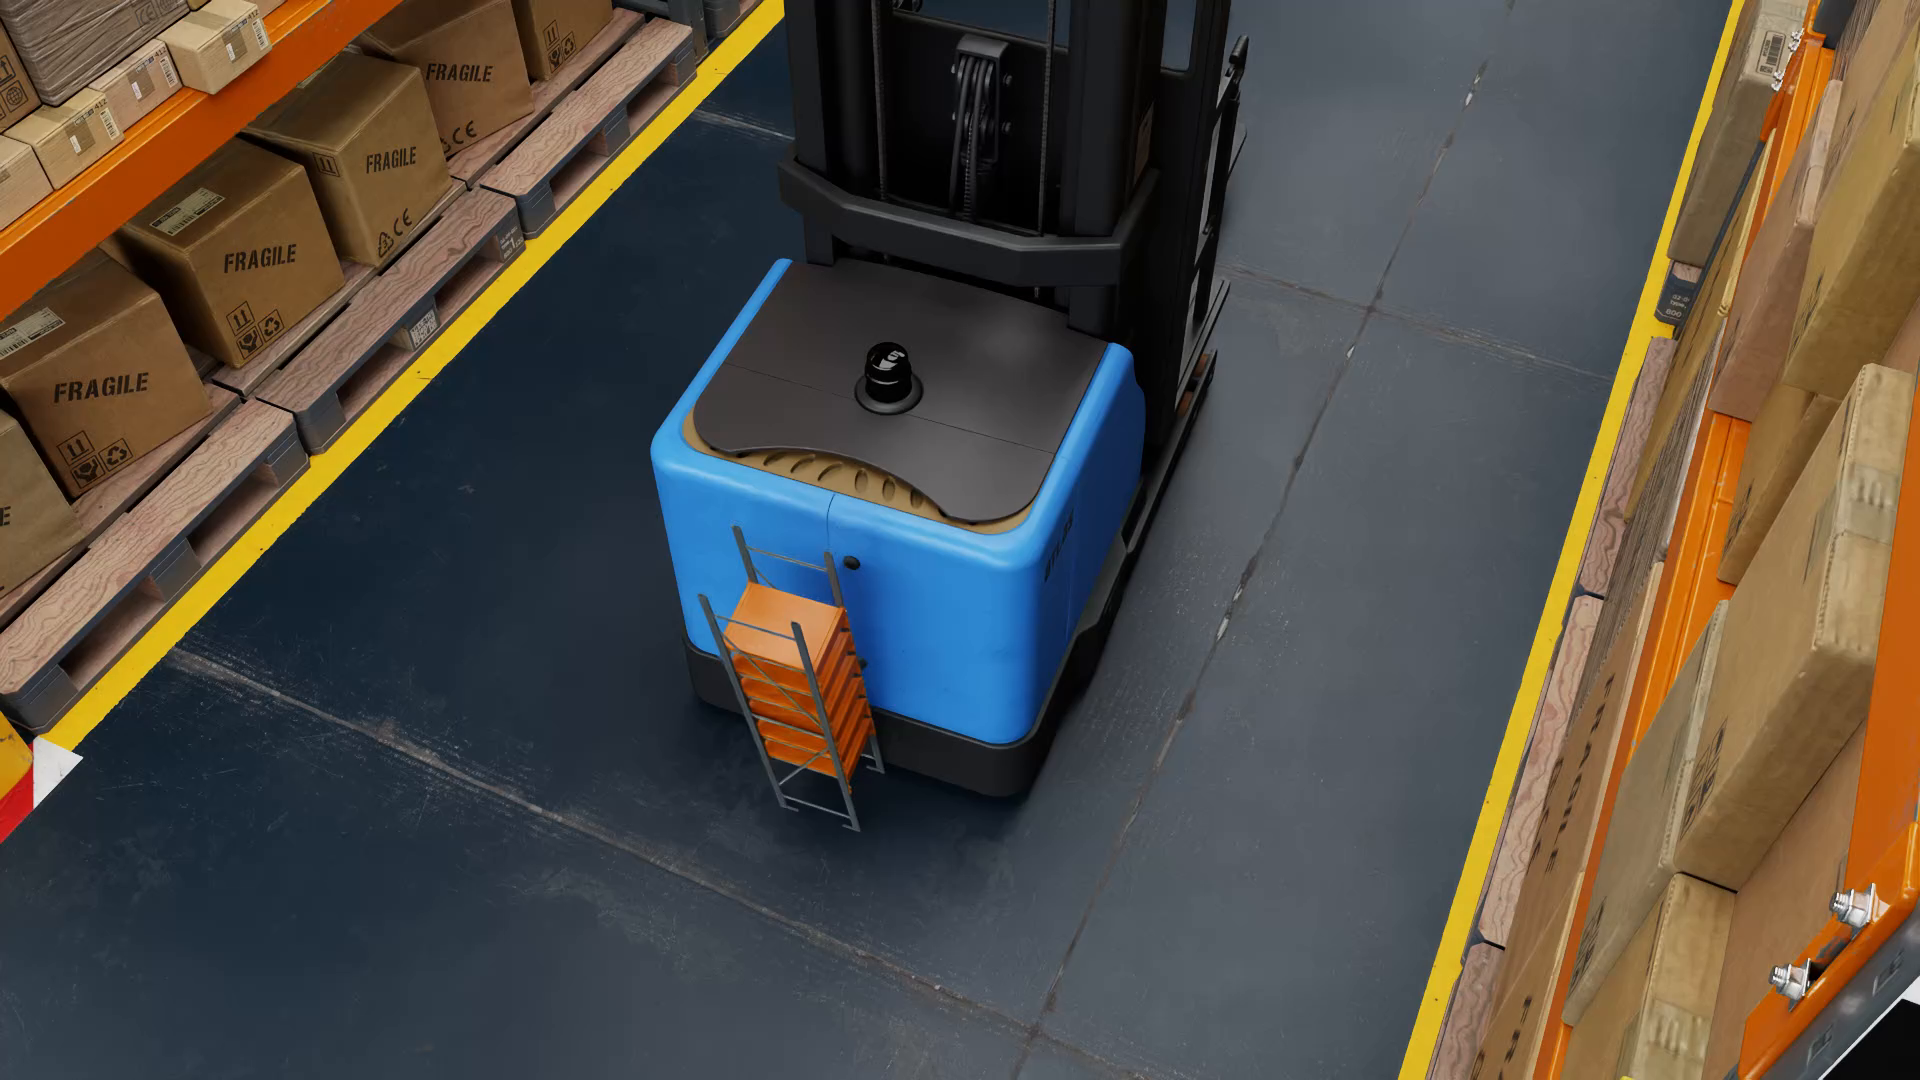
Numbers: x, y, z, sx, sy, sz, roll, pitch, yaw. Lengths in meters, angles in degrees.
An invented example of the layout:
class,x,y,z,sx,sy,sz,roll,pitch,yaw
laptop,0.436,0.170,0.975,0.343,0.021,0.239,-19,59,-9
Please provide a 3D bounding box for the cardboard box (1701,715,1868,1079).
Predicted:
class,x,y,z,sx,sy,sz,roll,pitch,yaw
cardboard box,1.396,0.663,1.908,0.875,0.550,0.550,20,52,16

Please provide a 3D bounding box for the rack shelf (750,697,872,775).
class,x,y,z,sx,sy,sz,roll,pitch,yaw
rack shelf,-0.379,0.469,4.266,0.258,0.103,0.180,16,61,13

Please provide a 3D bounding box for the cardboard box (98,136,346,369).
class,x,y,z,sx,sy,sz,roll,pitch,yaw
cardboard box,-2.448,-0.977,5.477,0.500,0.500,0.500,24,54,19

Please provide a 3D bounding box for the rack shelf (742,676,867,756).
class,x,y,z,sx,sy,sz,roll,pitch,yaw
rack shelf,-0.386,0.407,4.163,0.258,0.103,0.180,16,61,13

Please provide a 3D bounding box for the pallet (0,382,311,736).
class,x,y,z,sx,sy,sz,roll,pitch,yaw
pallet,-2.827,-0.075,5.175,1.003,0.211,1.213,20,52,16

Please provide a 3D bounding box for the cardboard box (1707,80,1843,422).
class,x,y,z,sx,sy,sz,roll,pitch,yaw
cardboard box,2.213,-0.521,3.625,0.875,0.550,0.550,20,52,16

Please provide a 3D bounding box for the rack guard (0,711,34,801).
class,x,y,z,sx,sy,sz,roll,pitch,yaw
rack guard,-3.206,0.379,4.599,1.175,0.500,0.348,20,52,16

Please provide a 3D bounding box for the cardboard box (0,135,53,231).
class,x,y,z,sx,sy,sz,roll,pitch,yaw
cardboard box,-2.569,-0.928,4.235,0.380,0.149,0.250,20,52,16

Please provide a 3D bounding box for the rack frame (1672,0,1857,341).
class,x,y,z,sx,sy,sz,roll,pitch,yaw
rack frame,2.911,-1.450,4.514,1.000,3.000,0.127,20,52,16

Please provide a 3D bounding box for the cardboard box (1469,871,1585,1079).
class,x,y,z,sx,sy,sz,roll,pitch,yaw
cardboard box,1.433,1.369,3.235,0.875,0.875,0.875,20,53,16

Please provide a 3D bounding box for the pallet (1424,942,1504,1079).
class,x,y,z,sx,sy,sz,roll,pitch,yaw
pallet,1.473,1.633,3.722,1.003,0.211,1.213,20,52,16

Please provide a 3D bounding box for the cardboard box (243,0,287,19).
class,x,y,z,sx,sy,sz,roll,pitch,yaw
cardboard box,-2.186,-1.632,4.834,0.380,0.149,0.250,20,52,16

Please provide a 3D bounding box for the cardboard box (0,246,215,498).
class,x,y,z,sx,sy,sz,roll,pitch,yaw
cardboard box,-2.732,-0.552,5.116,0.500,0.500,0.500,33,57,25

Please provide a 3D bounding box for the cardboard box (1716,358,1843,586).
class,x,y,z,sx,sy,sz,roll,pitch,yaw
cardboard box,2.077,-0.123,3.287,0.875,0.550,0.500,20,52,16

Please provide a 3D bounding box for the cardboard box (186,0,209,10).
class,x,y,z,sx,sy,sz,roll,pitch,yaw
cardboard box,-2.397,-1.931,4.663,0.875,0.500,0.500,20,52,16

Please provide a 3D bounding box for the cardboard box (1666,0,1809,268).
class,x,y,z,sx,sy,sz,roll,pitch,yaw
cardboard box,3.095,-1.313,5.599,1.050,0.750,0.750,20,52,16

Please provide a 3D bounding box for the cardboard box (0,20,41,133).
class,x,y,z,sx,sy,sz,roll,pitch,yaw
cardboard box,-2.874,-1.260,4.092,0.875,0.500,0.500,20,52,16

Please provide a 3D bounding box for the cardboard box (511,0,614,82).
class,x,y,z,sx,sy,sz,roll,pitch,yaw
cardboard box,-1.737,-2.197,6.515,0.500,0.500,0.500,18,52,15

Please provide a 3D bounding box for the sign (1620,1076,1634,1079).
class,x,y,z,sx,sy,sz,roll,pitch,yaw
sign,0.718,0.667,1.797,0.100,0.325,0.005,20,52,16

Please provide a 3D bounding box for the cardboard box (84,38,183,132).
class,x,y,z,sx,sy,sz,roll,pitch,yaw
cardboard box,-2.373,-1.279,4.533,0.380,0.149,0.250,20,52,16

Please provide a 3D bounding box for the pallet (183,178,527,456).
class,x,y,z,sx,sy,sz,roll,pitch,yaw
pallet,-2.305,-0.912,5.888,1.003,0.211,1.213,20,52,16

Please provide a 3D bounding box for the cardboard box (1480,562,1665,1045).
class,x,y,z,sx,sy,sz,roll,pitch,yaw
cardboard box,1.807,0.762,3.751,0.875,0.875,0.875,19,52,16

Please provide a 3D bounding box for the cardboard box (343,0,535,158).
class,x,y,z,sx,sy,sz,roll,pitch,yaw
cardboard box,-1.975,-1.800,6.177,0.500,0.500,0.500,36,58,27

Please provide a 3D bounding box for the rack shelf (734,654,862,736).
class,x,y,z,sx,sy,sz,roll,pitch,yaw
rack shelf,-0.393,0.345,4.061,0.258,0.103,0.180,16,61,13

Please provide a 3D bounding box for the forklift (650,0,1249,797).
class,x,y,z,sx,sy,sz,roll,pitch,yaw
forklift,0.225,-1.395,4.512,1.130,2.935,3.031,16,52,13

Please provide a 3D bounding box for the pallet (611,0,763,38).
class,x,y,z,sx,sy,sz,roll,pitch,yaw
pallet,-1.199,-2.766,7.465,1.003,0.211,1.213,20,52,16

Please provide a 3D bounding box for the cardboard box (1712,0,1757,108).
class,x,y,z,sx,sy,sz,roll,pitch,yaw
cardboard box,3.511,-1.976,6.164,1.050,0.750,0.750,20,52,16

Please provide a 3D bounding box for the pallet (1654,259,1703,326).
class,x,y,z,sx,sy,sz,roll,pitch,yaw
pallet,3.173,-1.102,6.049,1.003,0.211,1.213,20,52,16

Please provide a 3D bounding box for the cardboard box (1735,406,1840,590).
class,x,y,z,sx,sy,sz,roll,pitch,yaw
cardboard box,1.888,0.255,2.965,0.875,0.550,0.550,20,52,16

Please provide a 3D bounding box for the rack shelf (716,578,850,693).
class,x,y,z,sx,sy,sz,roll,pitch,yaw
rack shelf,-0.407,0.221,3.856,0.258,0.103,0.180,16,61,13

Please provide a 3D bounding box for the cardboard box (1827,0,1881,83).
class,x,y,z,sx,sy,sz,roll,pitch,yaw
cardboard box,2.765,-1.240,4.237,0.875,0.550,0.550,20,52,16

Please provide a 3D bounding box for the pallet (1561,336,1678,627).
class,x,y,z,sx,sy,sz,roll,pitch,yaw
pallet,2.516,-0.048,5.152,1.003,0.211,1.213,20,52,16

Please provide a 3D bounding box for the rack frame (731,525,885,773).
class,x,y,z,sx,sy,sz,roll,pitch,yaw
rack frame,-0.358,0.309,4.168,0.240,1.200,0.006,16,61,13

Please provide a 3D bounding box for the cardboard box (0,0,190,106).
class,x,y,z,sx,sy,sz,roll,pitch,yaw
cardboard box,-2.621,-1.591,4.373,0.875,0.500,0.500,20,52,16

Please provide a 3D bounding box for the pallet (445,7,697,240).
class,x,y,z,sx,sy,sz,roll,pitch,yaw
pallet,-1.785,-1.755,6.605,1.003,0.211,1.213,20,52,16

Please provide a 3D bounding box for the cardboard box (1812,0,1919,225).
class,x,y,z,sx,sy,sz,roll,pitch,yaw
cardboard box,2.238,-0.862,3.206,0.875,0.550,0.550,20,52,16

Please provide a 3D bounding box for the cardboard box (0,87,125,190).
class,x,y,z,sx,sy,sz,roll,pitch,yaw
cardboard box,-2.456,-1.098,4.379,0.380,0.149,0.250,20,52,16

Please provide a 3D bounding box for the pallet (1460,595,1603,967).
class,x,y,z,sx,sy,sz,roll,pitch,yaw
pallet,1.996,0.795,4.435,1.003,0.211,1.213,20,52,16

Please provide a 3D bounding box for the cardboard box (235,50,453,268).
class,x,y,z,sx,sy,sz,roll,pitch,yaw
cardboard box,-2.169,-1.347,5.792,0.500,0.500,0.500,16,51,13

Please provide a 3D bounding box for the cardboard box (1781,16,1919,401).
class,x,y,z,sx,sy,sz,roll,pitch,yaw
cardboard box,2.019,-0.494,2.893,0.875,0.550,0.500,20,52,16

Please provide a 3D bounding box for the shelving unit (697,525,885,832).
class,x,y,z,sx,sy,sz,roll,pitch,yaw
shelving unit,-0.389,0.384,4.125,0.258,1.200,0.189,16,61,13

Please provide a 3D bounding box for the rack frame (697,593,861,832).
class,x,y,z,sx,sy,sz,roll,pitch,yaw
rack frame,-0.420,0.459,4.082,0.240,1.200,0.006,16,61,13

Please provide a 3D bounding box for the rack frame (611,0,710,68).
class,x,y,z,sx,sy,sz,roll,pitch,yaw
rack frame,-1.530,-3.133,5.946,1.000,3.000,0.127,20,52,16

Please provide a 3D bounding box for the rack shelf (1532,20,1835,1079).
class,x,y,z,sx,sy,sz,roll,pitch,yaw
rack shelf,2.057,0.161,3.616,1.077,0.370,4.000,20,52,16

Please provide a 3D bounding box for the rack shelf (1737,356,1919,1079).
class,x,y,z,sx,sy,sz,roll,pitch,yaw
rack shelf,2.057,-0.811,2.474,1.077,0.370,4.000,20,52,16

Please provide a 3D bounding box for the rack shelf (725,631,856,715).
class,x,y,z,sx,sy,sz,roll,pitch,yaw
rack shelf,-0.400,0.283,3.958,0.258,0.103,0.180,16,61,13

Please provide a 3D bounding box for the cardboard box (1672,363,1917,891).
class,x,y,z,sx,sy,sz,roll,pitch,yaw
cardboard box,1.548,0.255,2.256,0.875,0.550,0.550,20,52,16

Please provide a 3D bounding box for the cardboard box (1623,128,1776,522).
class,x,y,z,sx,sy,sz,roll,pitch,yaw
cardboard box,2.579,-0.487,4.814,0.875,0.875,0.875,21,53,17

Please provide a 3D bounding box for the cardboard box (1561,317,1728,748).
class,x,y,z,sx,sy,sz,roll,pitch,yaw
cardboard box,2.198,0.135,4.285,0.875,0.875,0.875,20,53,16

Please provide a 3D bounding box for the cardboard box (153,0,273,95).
class,x,y,z,sx,sy,sz,roll,pitch,yaw
cardboard box,-2.173,-1.417,4.651,0.380,0.149,0.250,20,52,16

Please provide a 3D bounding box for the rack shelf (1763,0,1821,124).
class,x,y,z,sx,sy,sz,roll,pitch,yaw
rack shelf,3.766,-2.594,5.960,1.077,0.370,4.000,20,52,16

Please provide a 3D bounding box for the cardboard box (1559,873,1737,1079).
class,x,y,z,sx,sy,sz,roll,pitch,yaw
cardboard box,1.320,0.986,2.343,0.875,0.550,0.550,20,52,16

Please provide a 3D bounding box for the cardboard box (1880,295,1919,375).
class,x,y,z,sx,sy,sz,roll,pitch,yaw
cardboard box,1.910,-0.087,2.547,0.875,0.550,0.550,20,52,16

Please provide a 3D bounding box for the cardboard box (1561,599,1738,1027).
class,x,y,z,sx,sy,sz,roll,pitch,yaw
cardboard box,1.535,0.600,2.671,0.875,0.550,0.550,20,52,16

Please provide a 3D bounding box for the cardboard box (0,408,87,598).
class,x,y,z,sx,sy,sz,roll,pitch,yaw
cardboard box,-2.957,-0.129,4.756,0.500,0.500,0.500,29,55,22

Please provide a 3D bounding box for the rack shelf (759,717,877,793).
class,x,y,z,sx,sy,sz,roll,pitch,yaw
rack shelf,-0.372,0.531,4.368,0.258,0.103,0.180,16,61,13
